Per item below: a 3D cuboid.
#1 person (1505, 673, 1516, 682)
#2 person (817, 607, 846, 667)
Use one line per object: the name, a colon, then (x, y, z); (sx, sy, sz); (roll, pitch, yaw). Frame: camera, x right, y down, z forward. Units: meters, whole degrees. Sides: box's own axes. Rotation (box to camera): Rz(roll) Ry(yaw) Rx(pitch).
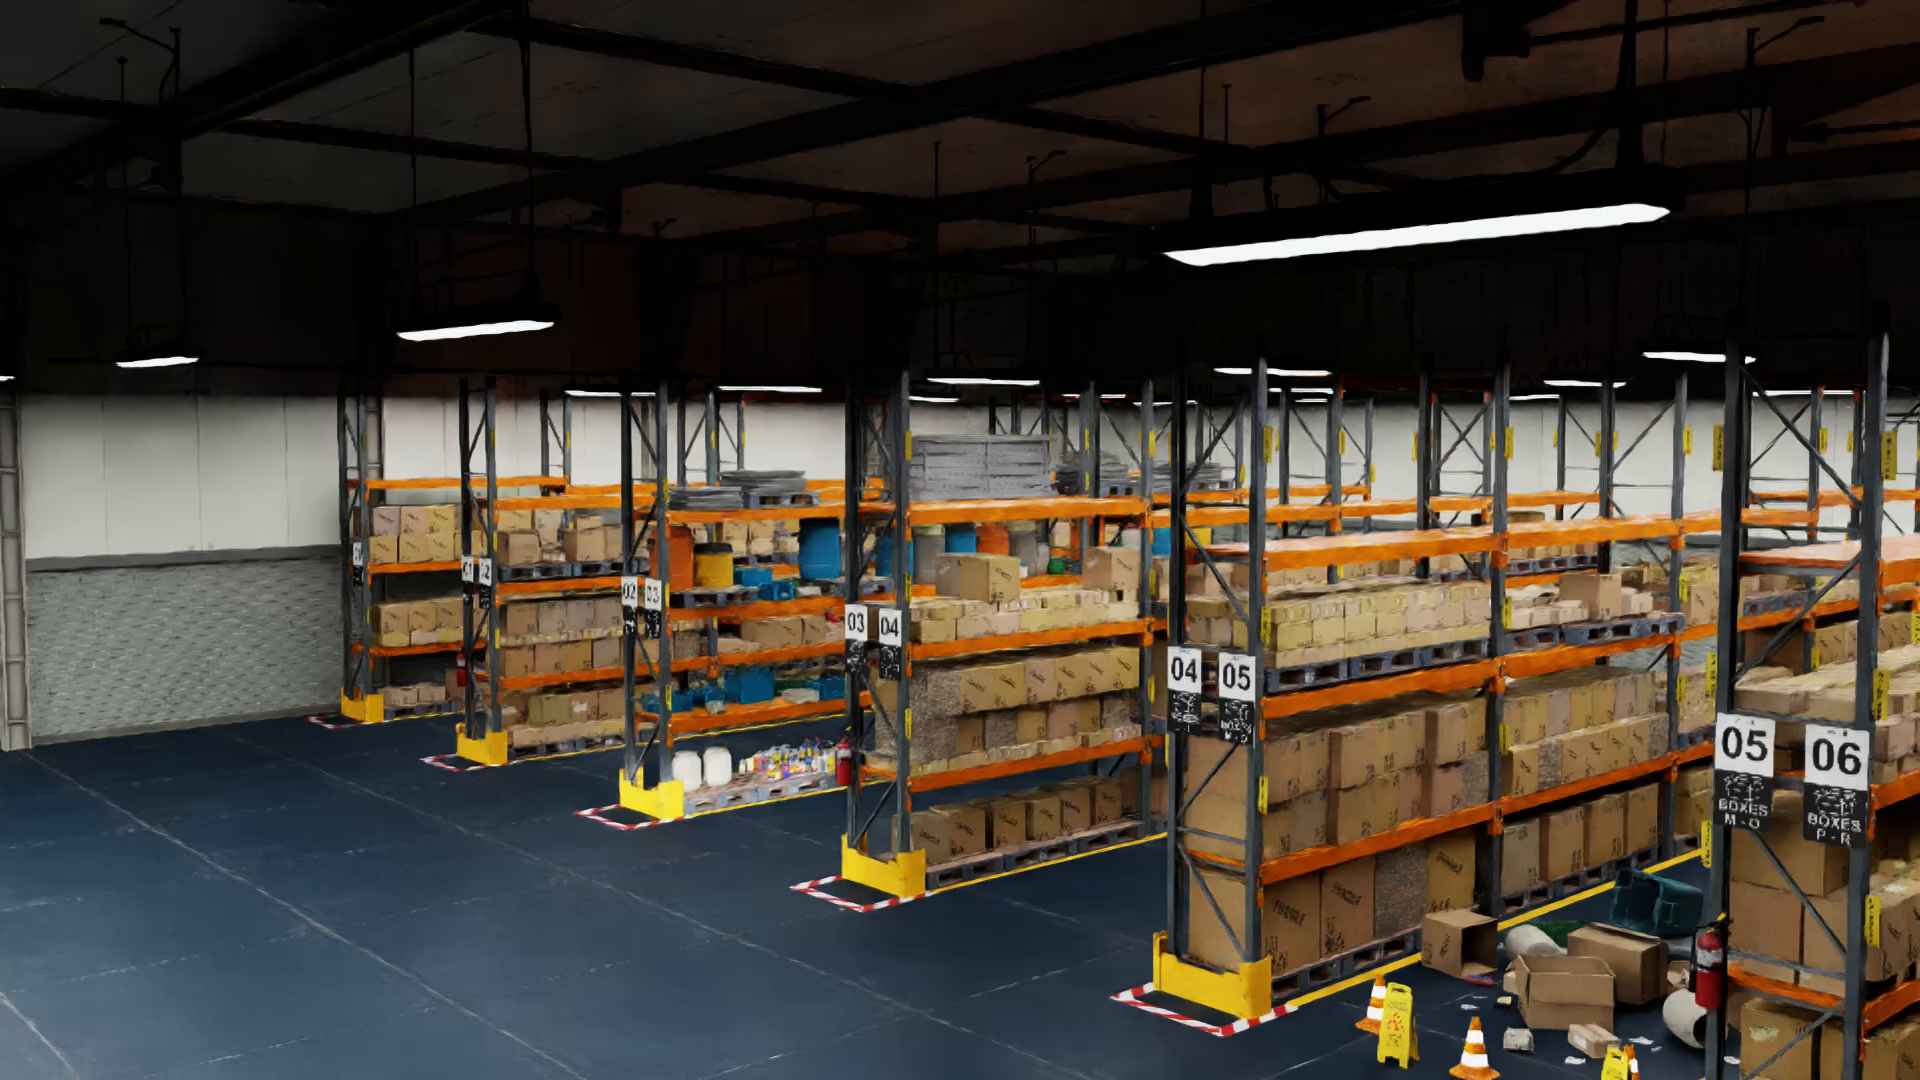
person: (8.044, 2.642, 24.753); (0.578, 1.775, 0.494); (-1, 4, -11)
person: (-2.636, 2.098, 33.940); (1.030, 1.669, 0.556); (-3, 5, -43)
